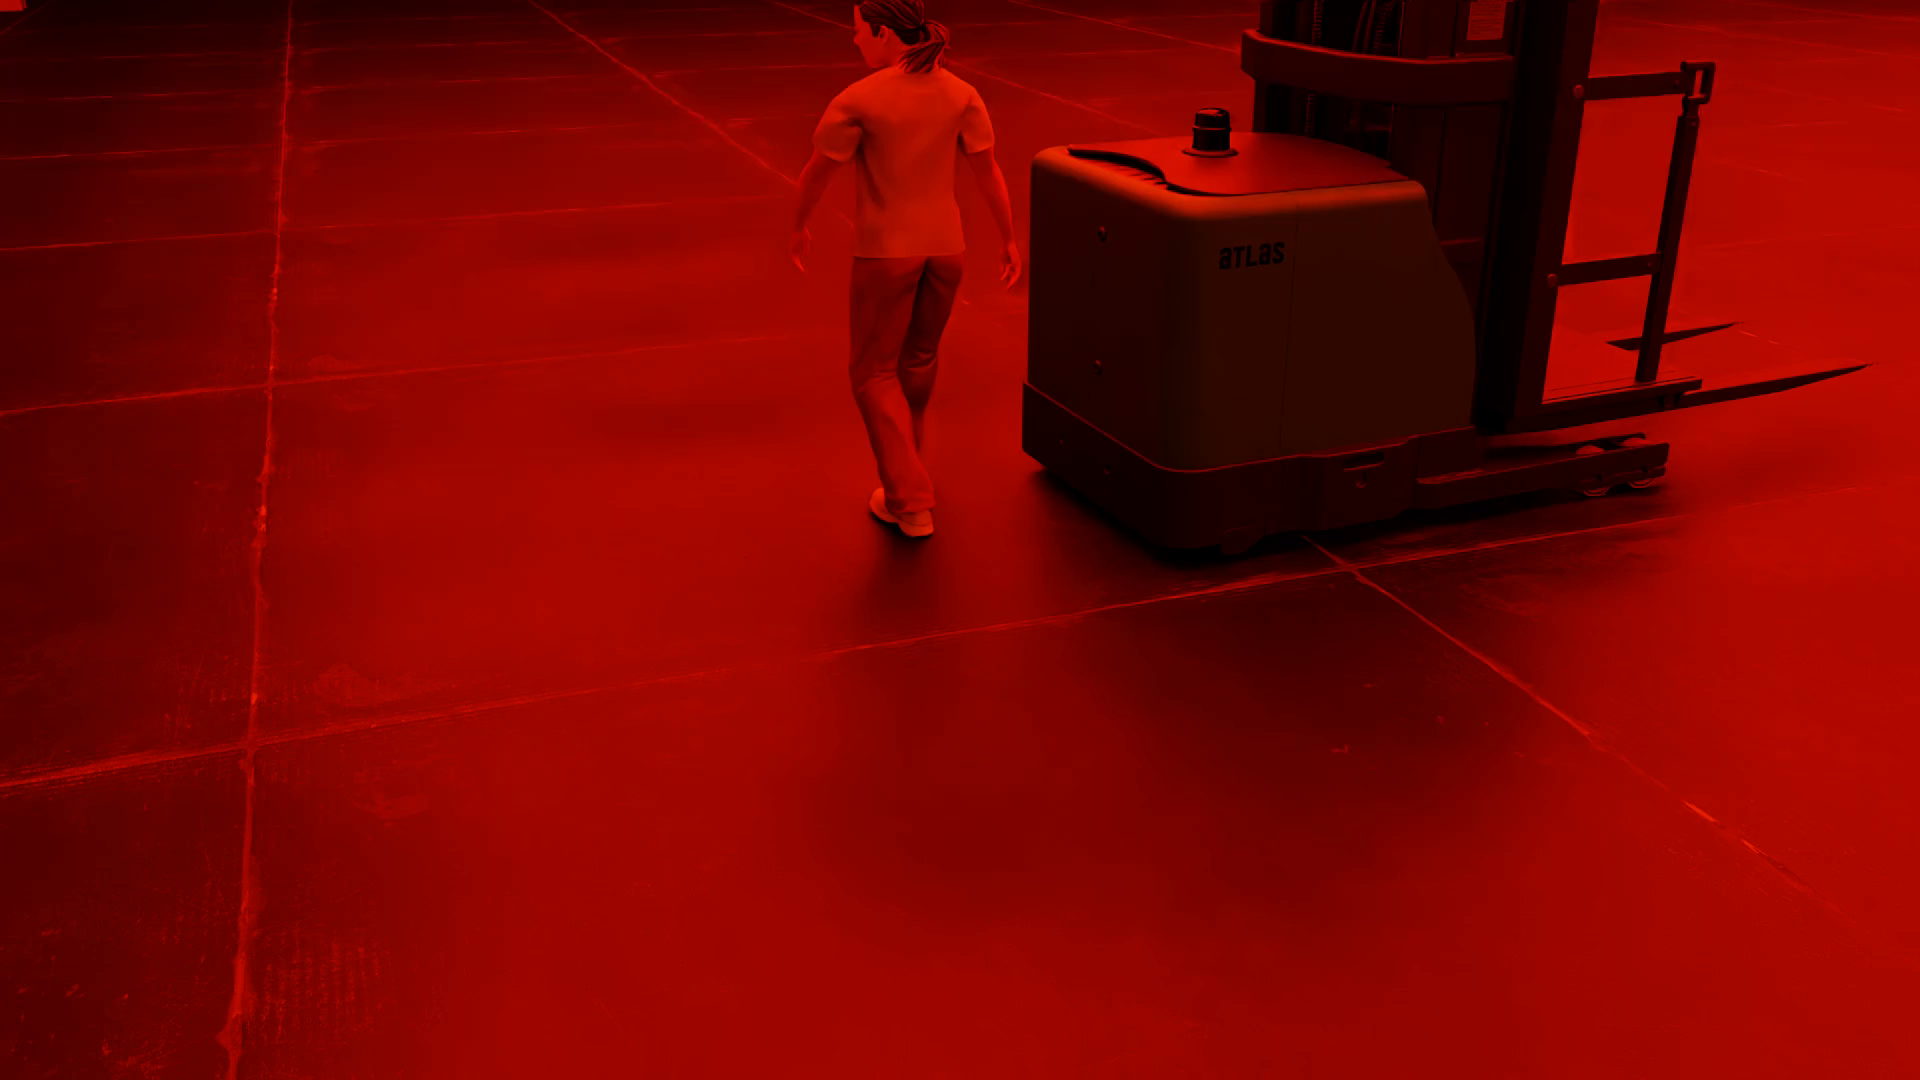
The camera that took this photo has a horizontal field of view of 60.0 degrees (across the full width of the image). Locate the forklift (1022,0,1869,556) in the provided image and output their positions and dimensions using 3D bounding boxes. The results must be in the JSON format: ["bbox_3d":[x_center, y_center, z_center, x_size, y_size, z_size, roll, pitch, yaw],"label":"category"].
[{"bbox_3d":[1.773,-1.667,5.262,3.031,2.935,1.130,-10,25,-22],"label":"forklift"}]

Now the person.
[{"bbox_3d":[-0.199,-0.912,5.157,0.645,1.619,0.814,-12,26,-27],"label":"person"}]
